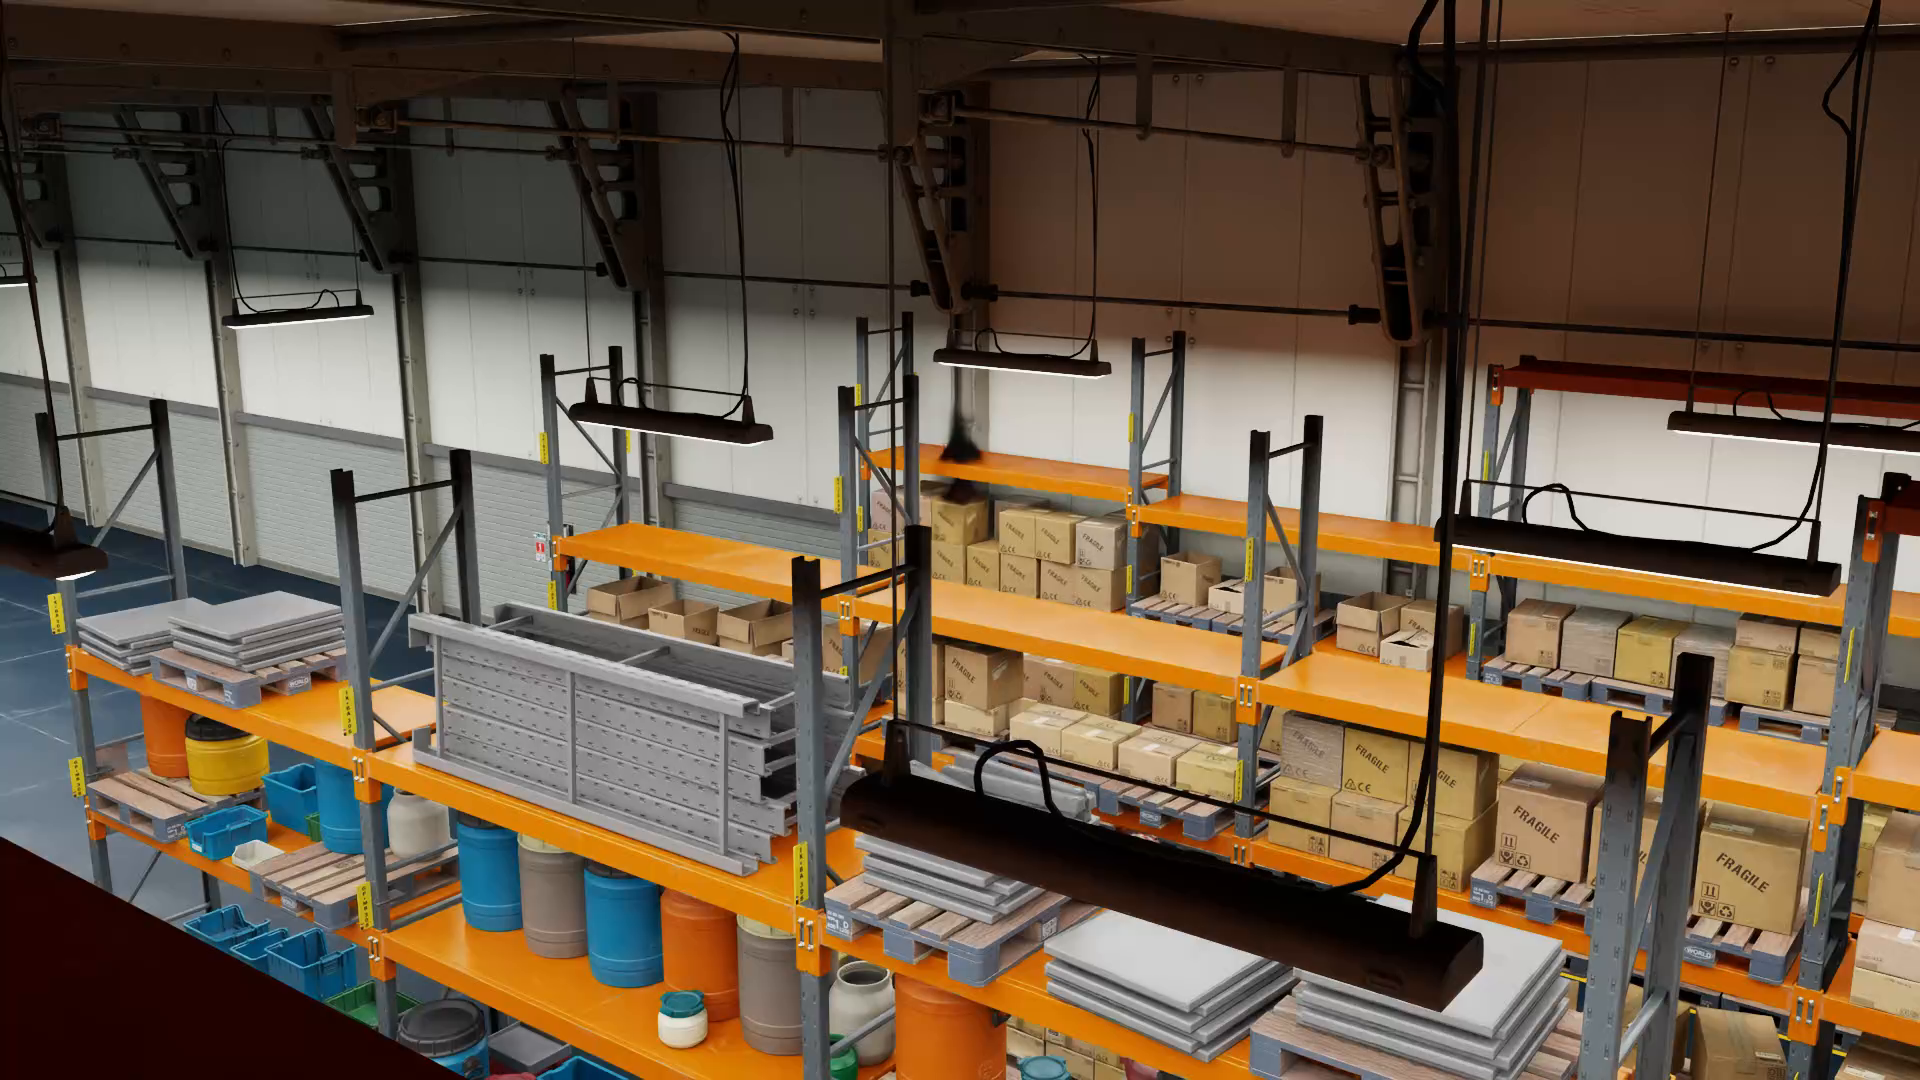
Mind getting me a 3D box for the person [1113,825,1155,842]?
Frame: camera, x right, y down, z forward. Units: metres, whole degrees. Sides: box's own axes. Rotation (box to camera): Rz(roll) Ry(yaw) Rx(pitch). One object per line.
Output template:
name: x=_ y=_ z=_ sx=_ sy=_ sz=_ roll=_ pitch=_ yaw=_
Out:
person: x=1.657 y=3.475 z=16.375 sx=0.786 sy=1.733 sz=0.652 roll=12 pitch=18 yaw=43
